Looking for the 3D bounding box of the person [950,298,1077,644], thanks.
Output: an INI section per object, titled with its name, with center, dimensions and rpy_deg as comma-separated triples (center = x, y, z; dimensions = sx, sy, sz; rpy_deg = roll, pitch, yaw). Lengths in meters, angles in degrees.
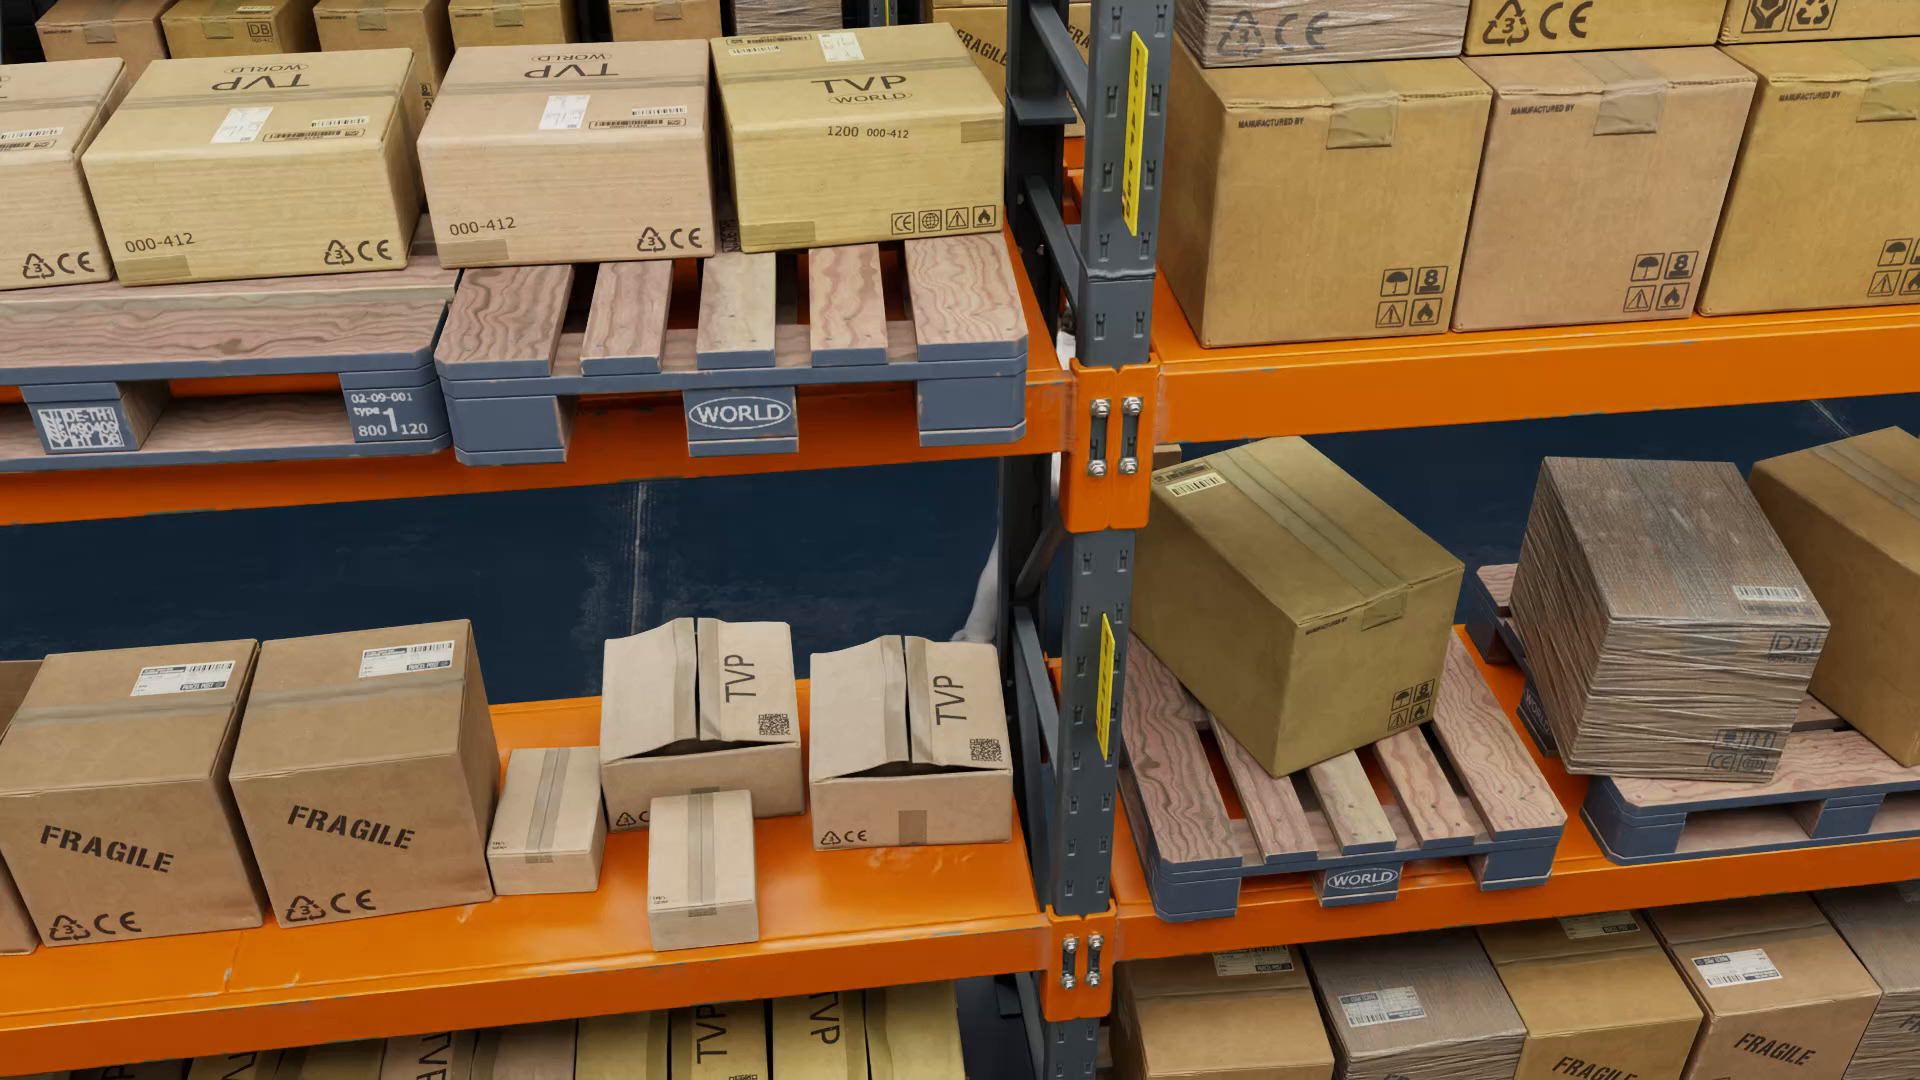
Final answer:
[person]
center = 0.327, -0.251, 6.515
dimensions = 0.510, 1.606, 0.904
rpy_deg = 19, 39, 25
